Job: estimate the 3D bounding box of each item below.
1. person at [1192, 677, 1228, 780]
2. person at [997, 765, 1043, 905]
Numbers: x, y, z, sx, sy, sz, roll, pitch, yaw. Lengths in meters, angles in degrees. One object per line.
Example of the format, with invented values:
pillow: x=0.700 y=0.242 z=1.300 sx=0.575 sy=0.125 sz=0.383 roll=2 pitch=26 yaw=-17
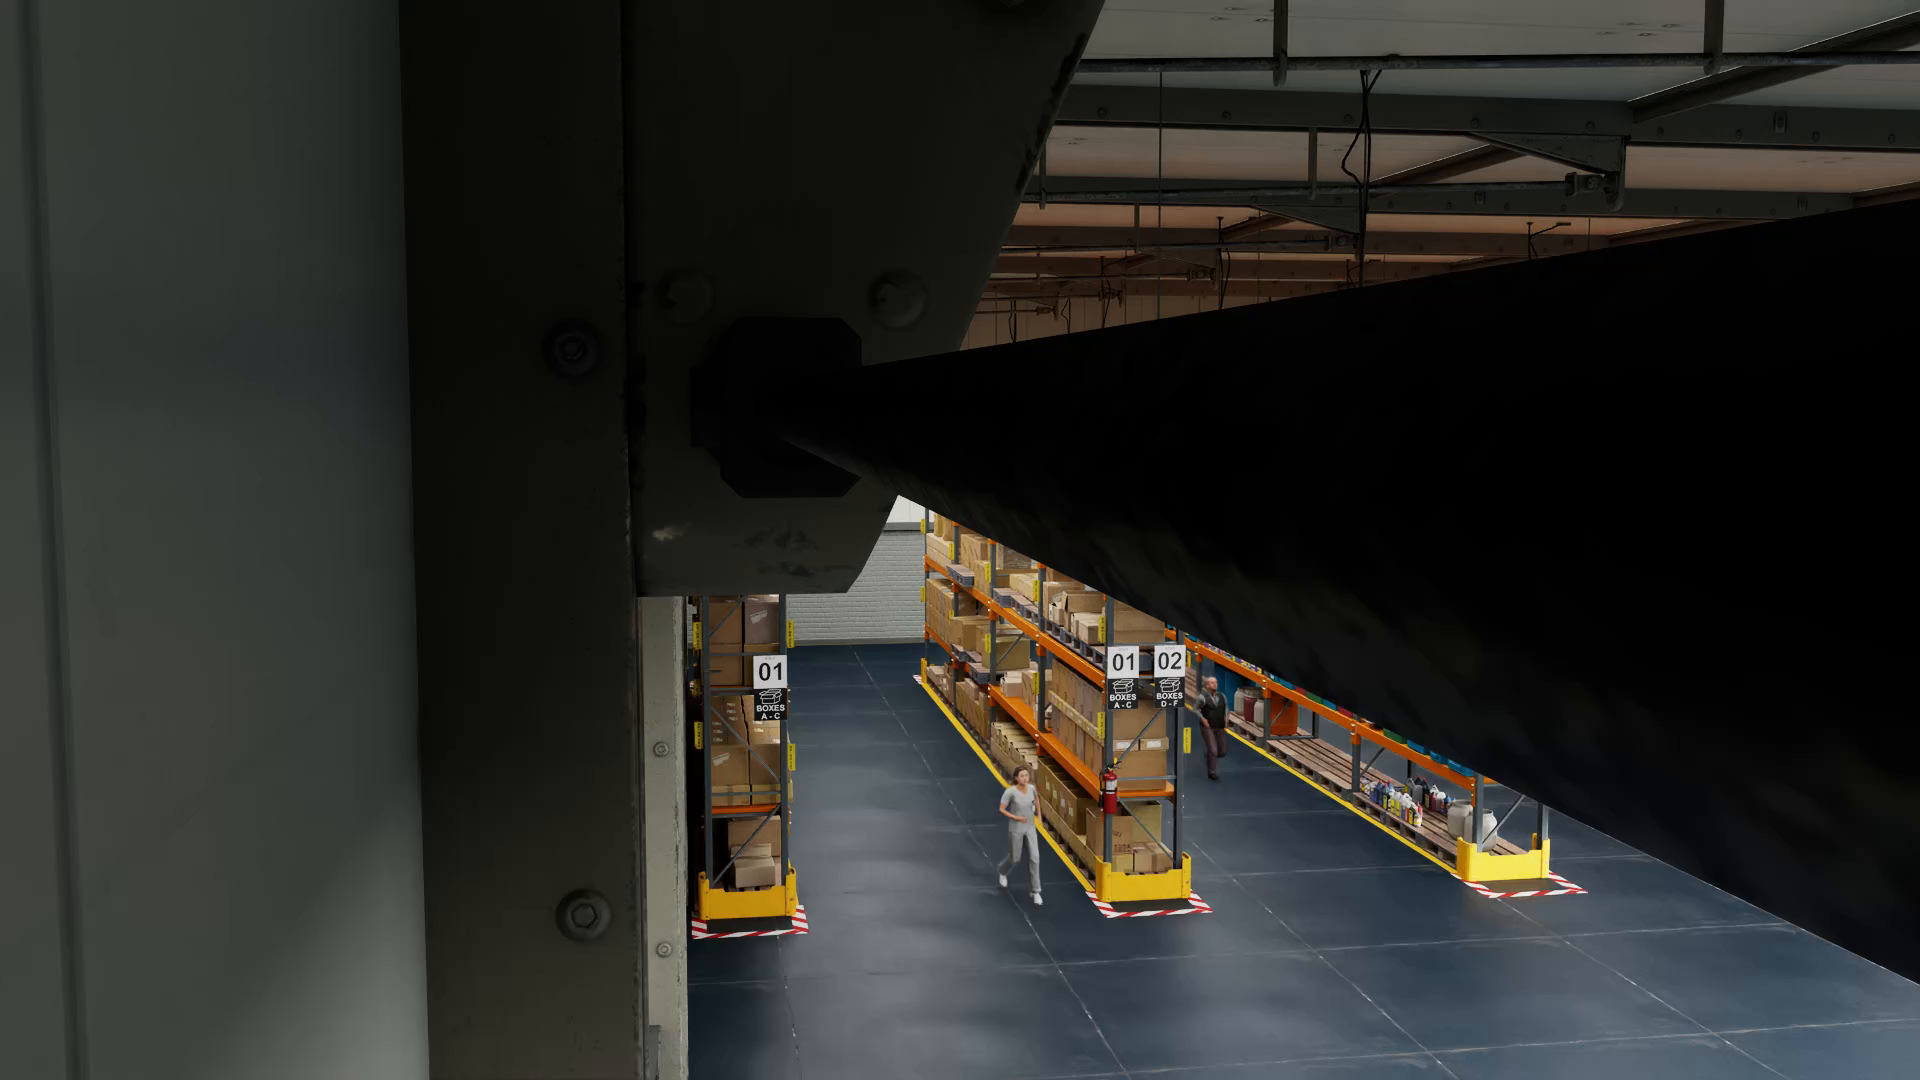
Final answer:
person: x=4.139 y=3.087 z=27.384 sx=0.659 sy=1.673 sz=0.614 roll=-2 pitch=5 yaw=-17
person: x=0.762 y=3.656 z=20.895 sx=0.611 sy=1.686 sz=0.910 roll=-2 pitch=5 yaw=-24
